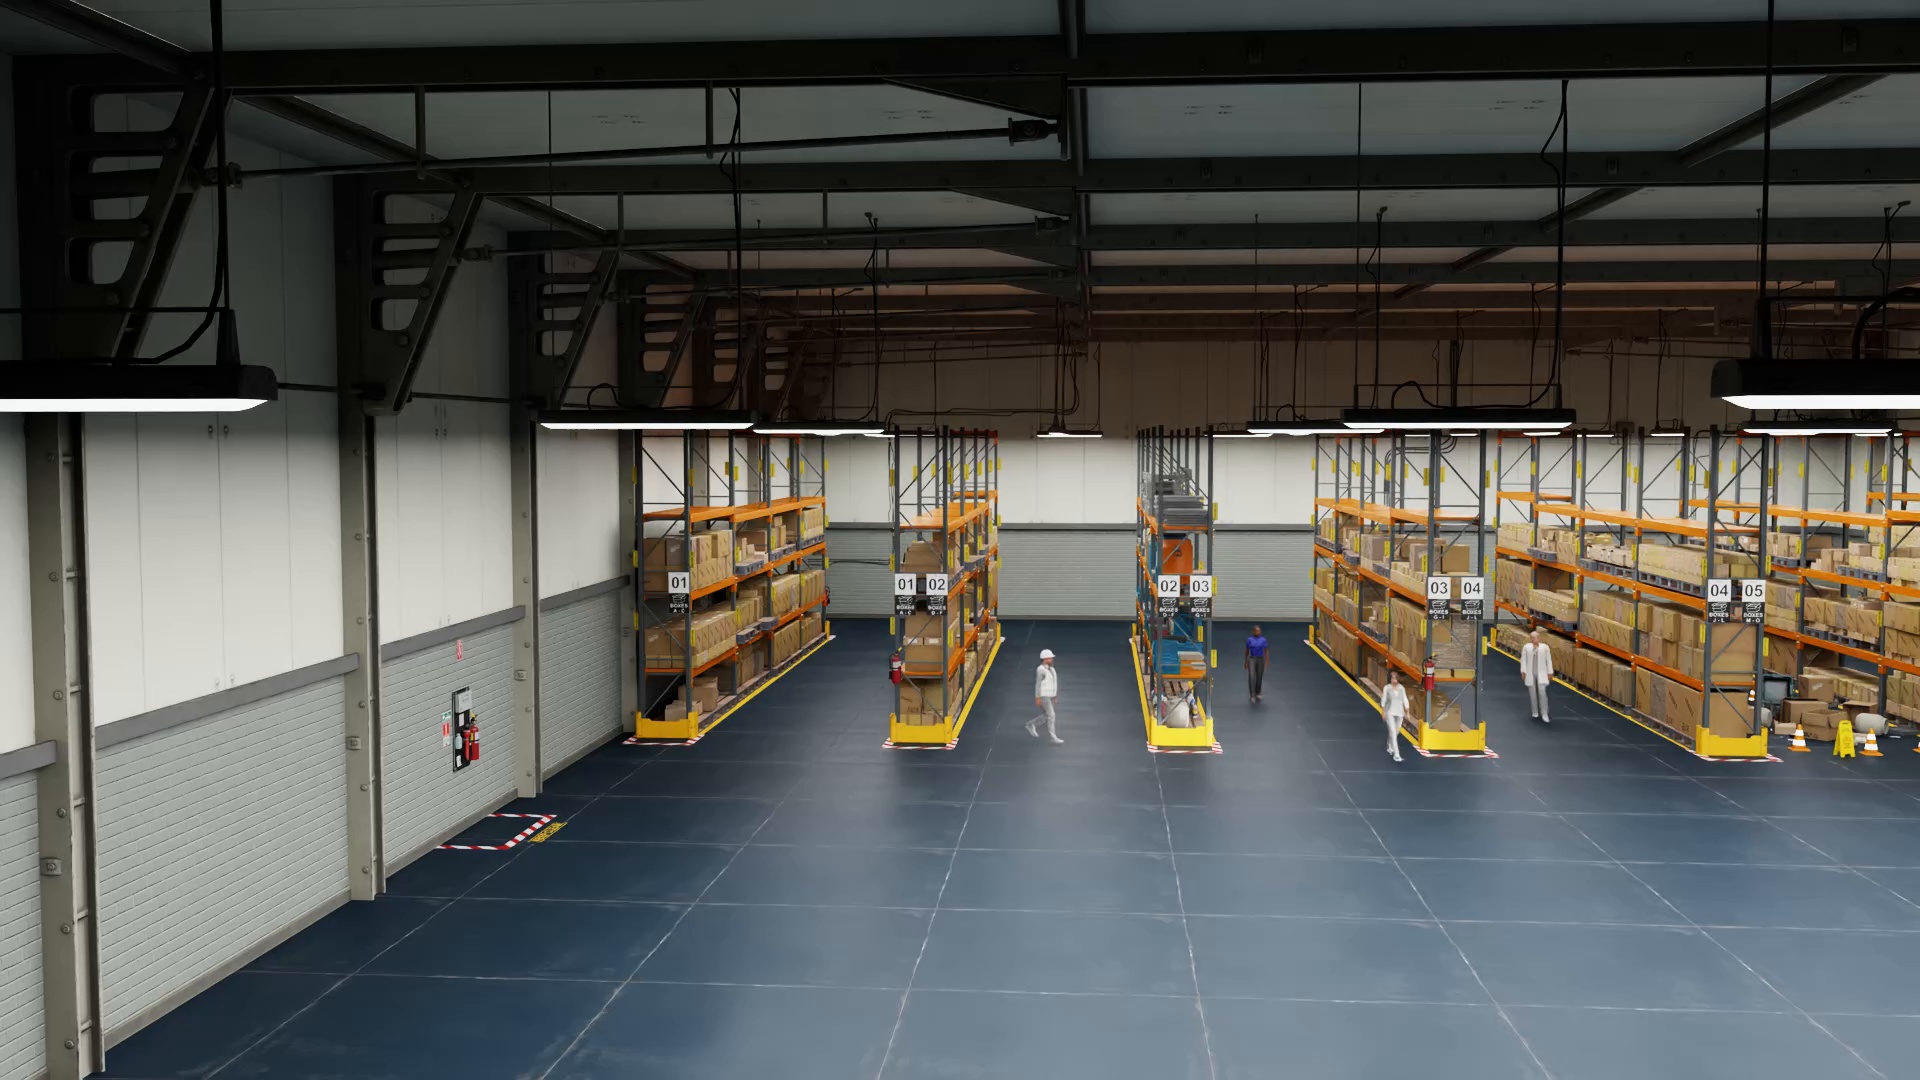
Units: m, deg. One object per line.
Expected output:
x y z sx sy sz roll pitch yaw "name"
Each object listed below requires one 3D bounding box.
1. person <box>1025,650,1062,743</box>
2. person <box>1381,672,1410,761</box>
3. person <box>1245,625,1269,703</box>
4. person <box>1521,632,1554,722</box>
1.618 2.948 31.558 0.885 1.749 0.577 2 4 31 "person"
7.808 3.129 29.797 0.439 1.548 0.896 0 3 -5 "person"
6.523 2.705 36.516 0.499 1.675 0.626 0 3 1 "person"
11.829 2.786 34.170 0.656 1.792 0.706 2 4 30 "person"
